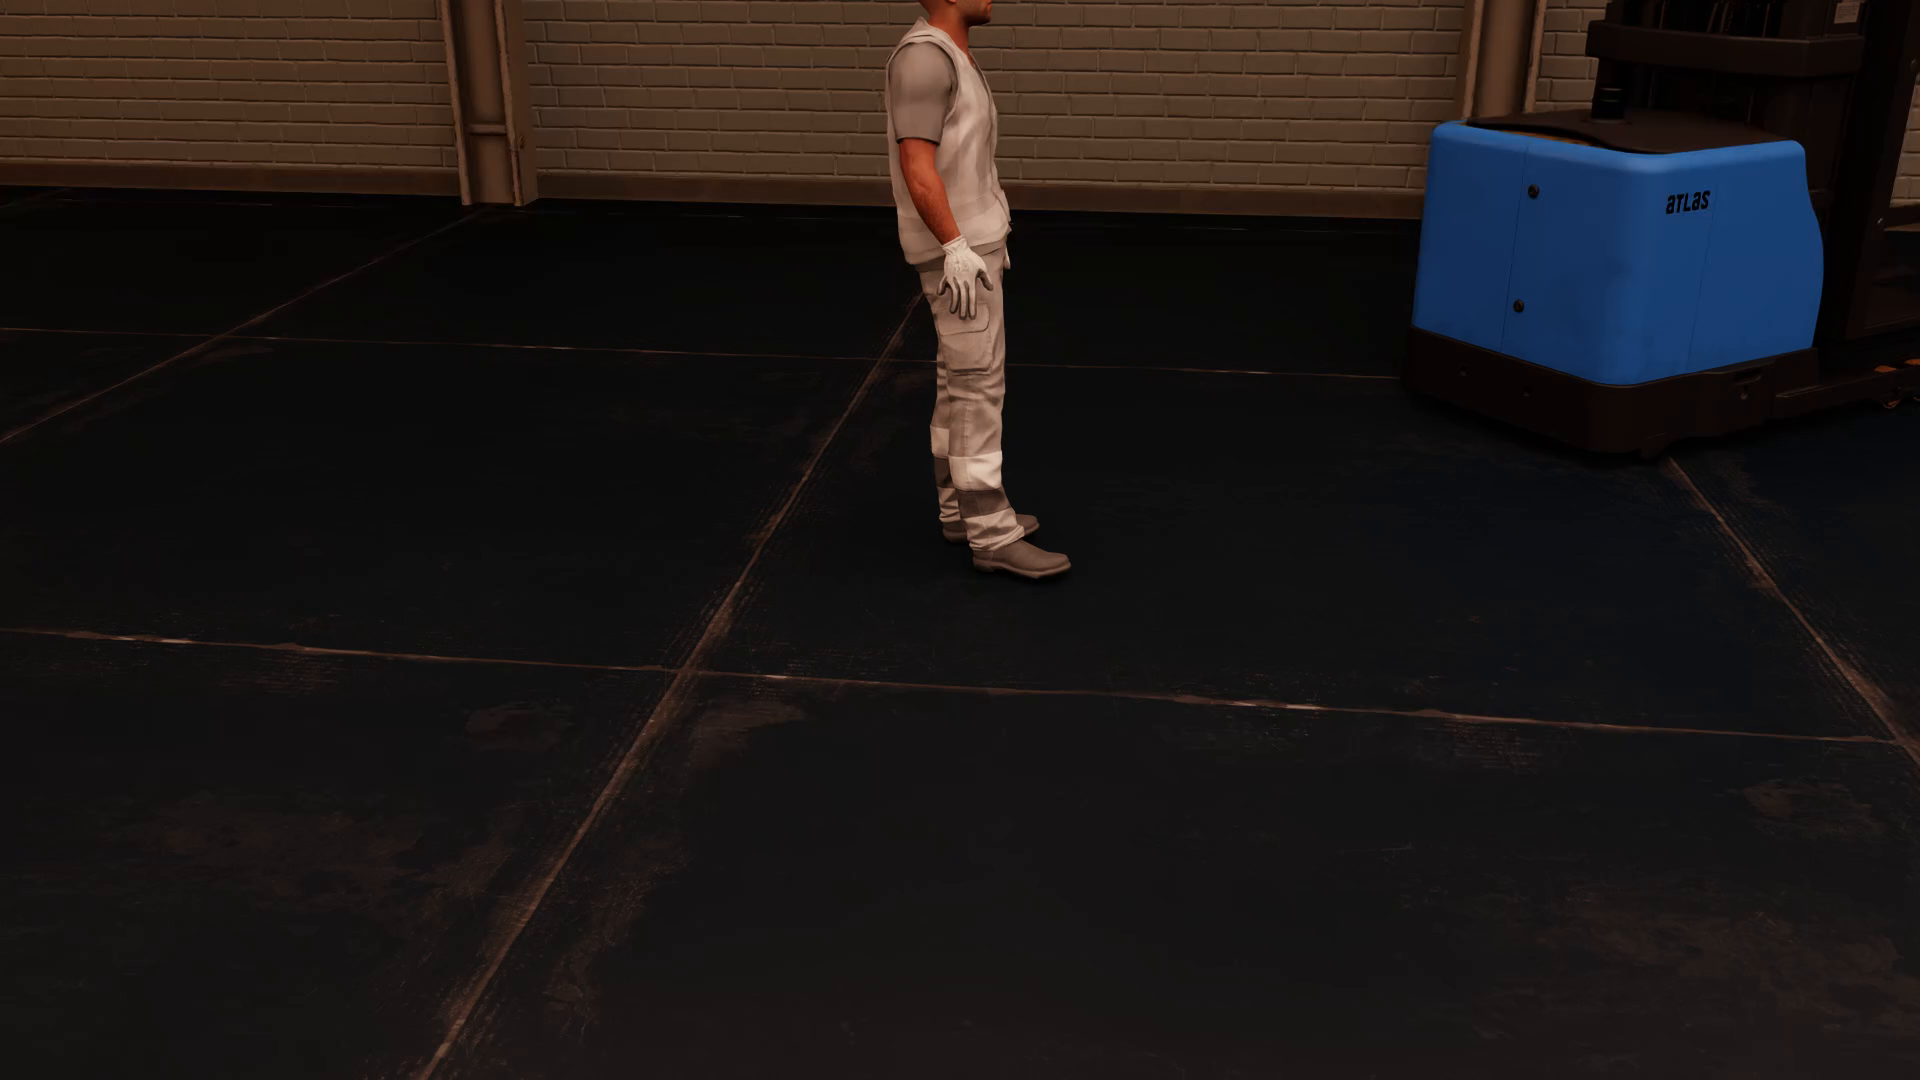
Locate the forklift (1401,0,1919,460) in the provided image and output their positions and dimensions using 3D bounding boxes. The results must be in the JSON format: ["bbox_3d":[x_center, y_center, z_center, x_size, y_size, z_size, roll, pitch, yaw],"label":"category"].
[{"bbox_3d":[3.260,-2.025,6.283,3.031,2.935,1.130,-12,25,-28],"label":"forklift"}]

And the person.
[{"bbox_3d":[0.078,-0.828,4.819,0.564,1.787,0.637,3,22,7],"label":"person"}]
